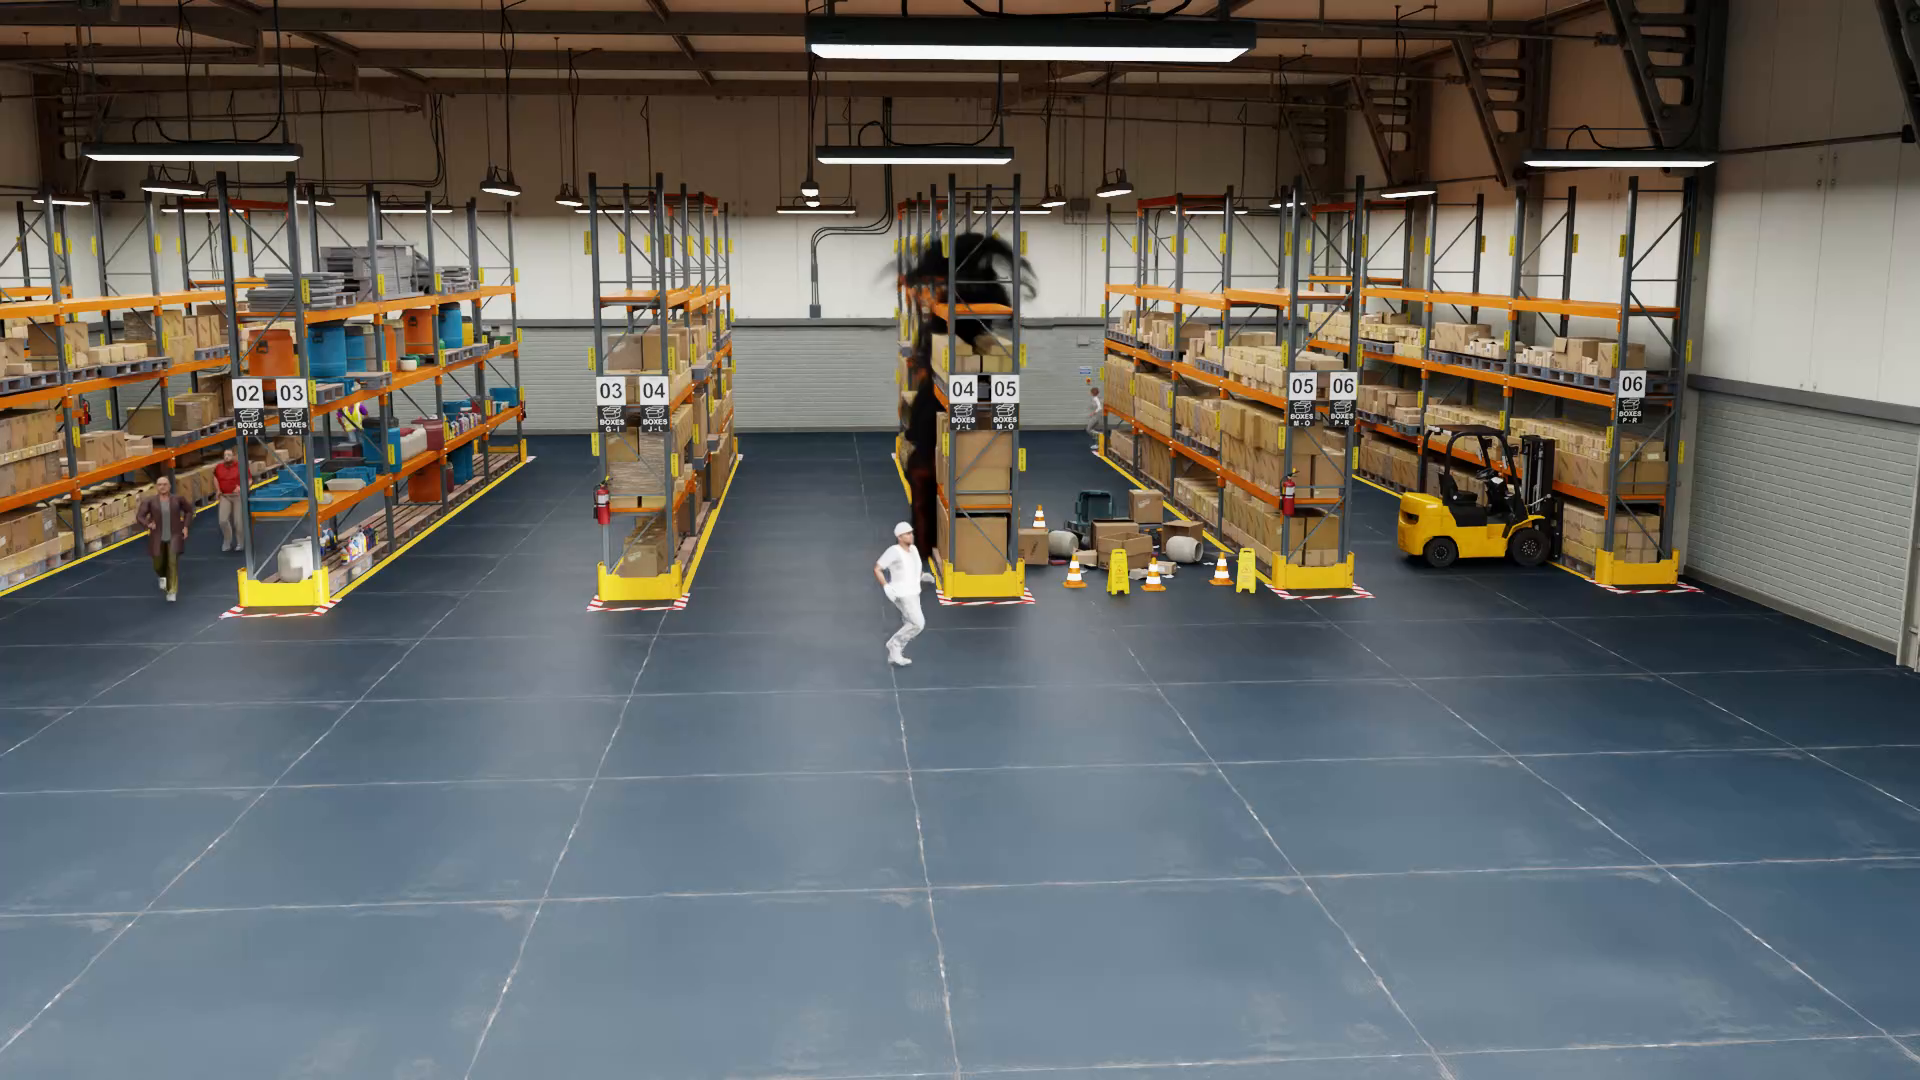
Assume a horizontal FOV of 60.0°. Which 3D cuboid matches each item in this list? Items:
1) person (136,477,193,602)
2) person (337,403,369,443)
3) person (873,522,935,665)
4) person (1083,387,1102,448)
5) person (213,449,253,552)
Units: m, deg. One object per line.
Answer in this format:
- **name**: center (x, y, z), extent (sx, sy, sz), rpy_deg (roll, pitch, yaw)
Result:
- **person**: center (-11.367, -0.032, 23.825), extent (0.745, 1.754, 0.866), rpy_deg (-5, 11, -25)
- **person**: center (-13.837, -2.502, 37.952), extent (0.704, 1.753, 0.808), rpy_deg (-4, 11, -19)
- **person**: center (-0.611, 0.655, 19.902), extent (0.628, 1.739, 0.671), rpy_deg (5, 11, 26)
- **person**: center (3.347, -3.042, 41.523), extent (0.571, 1.550, 0.557), rpy_deg (1, 10, 7)
- **person**: center (-12.022, -0.646, 27.487), extent (0.661, 1.729, 0.685), rpy_deg (-2, 10, -11)
